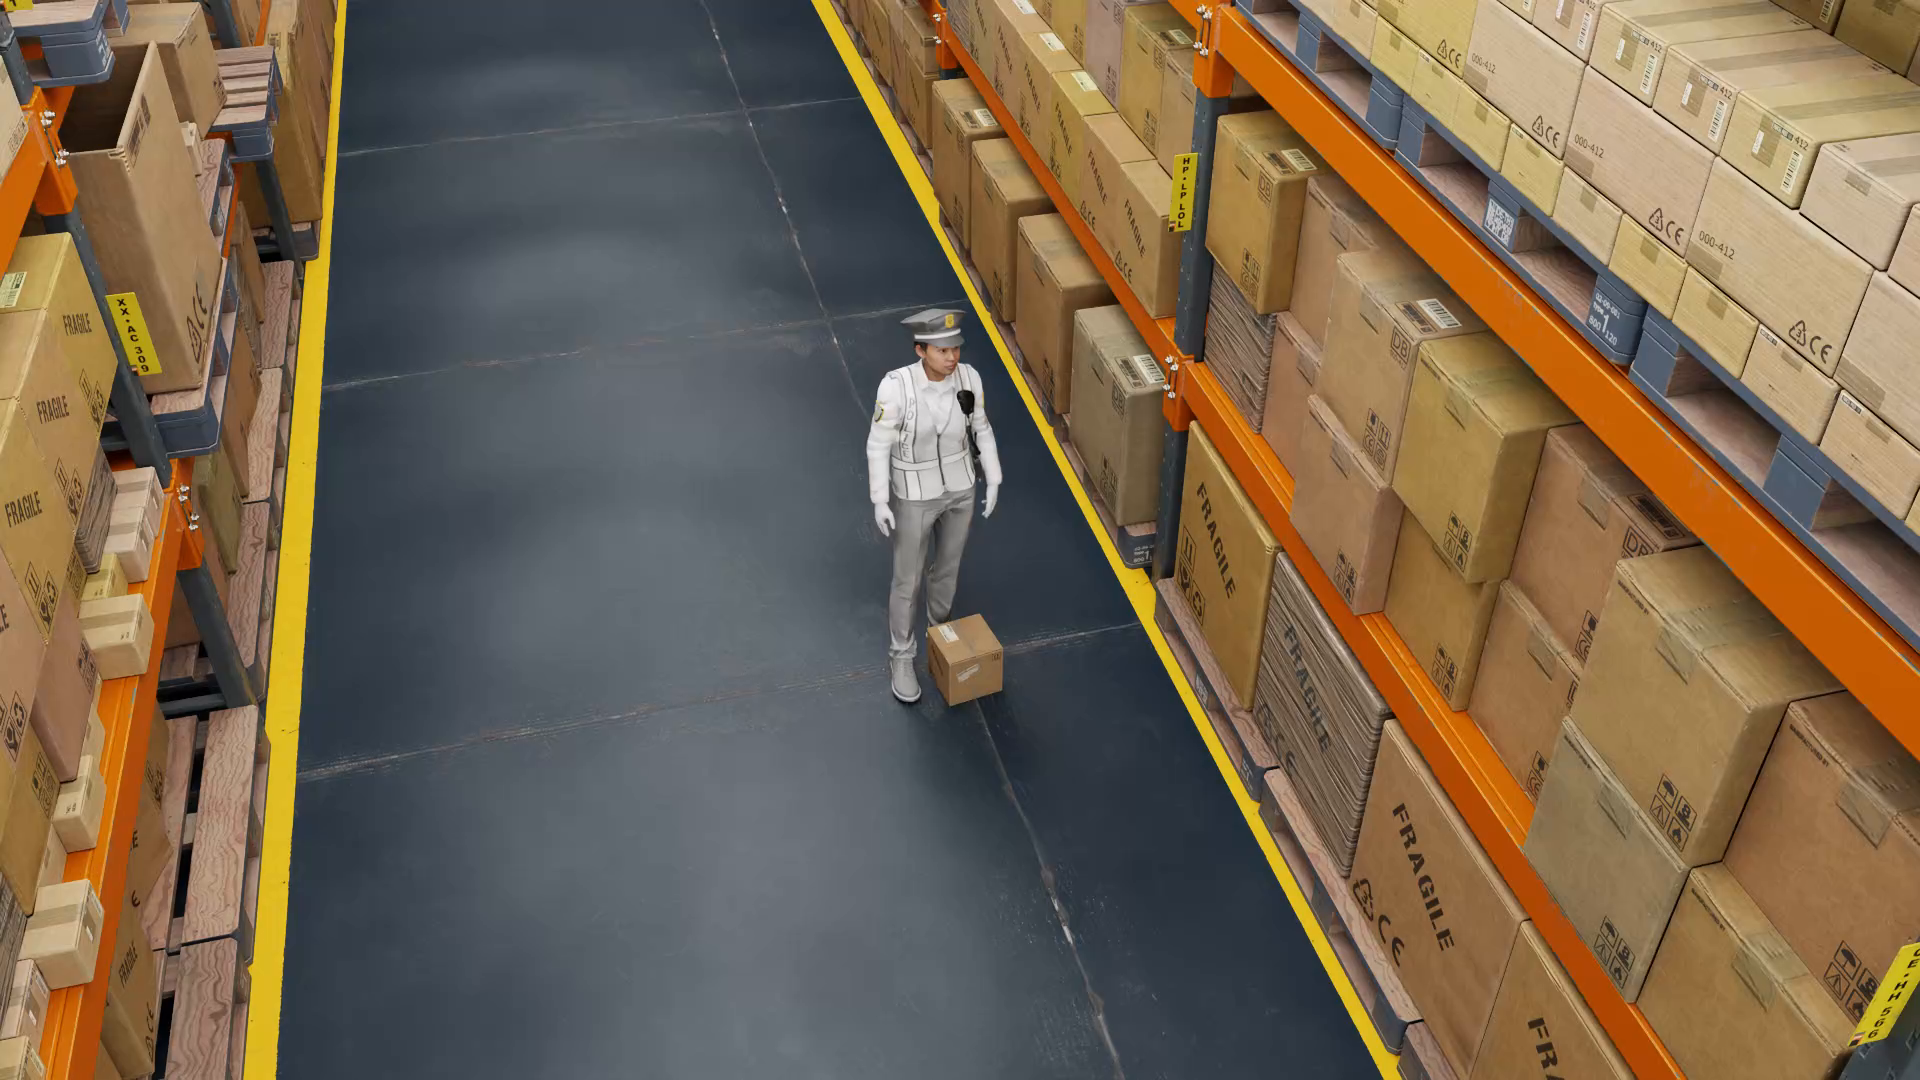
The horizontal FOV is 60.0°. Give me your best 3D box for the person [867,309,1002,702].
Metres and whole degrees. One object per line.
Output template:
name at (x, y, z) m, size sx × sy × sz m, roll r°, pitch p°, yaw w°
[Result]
person at (-0.083, -0.167, 6.883) m, size 0.587 × 1.696 × 0.531 m, roll -14°, pitch 41°, yaw -17°
